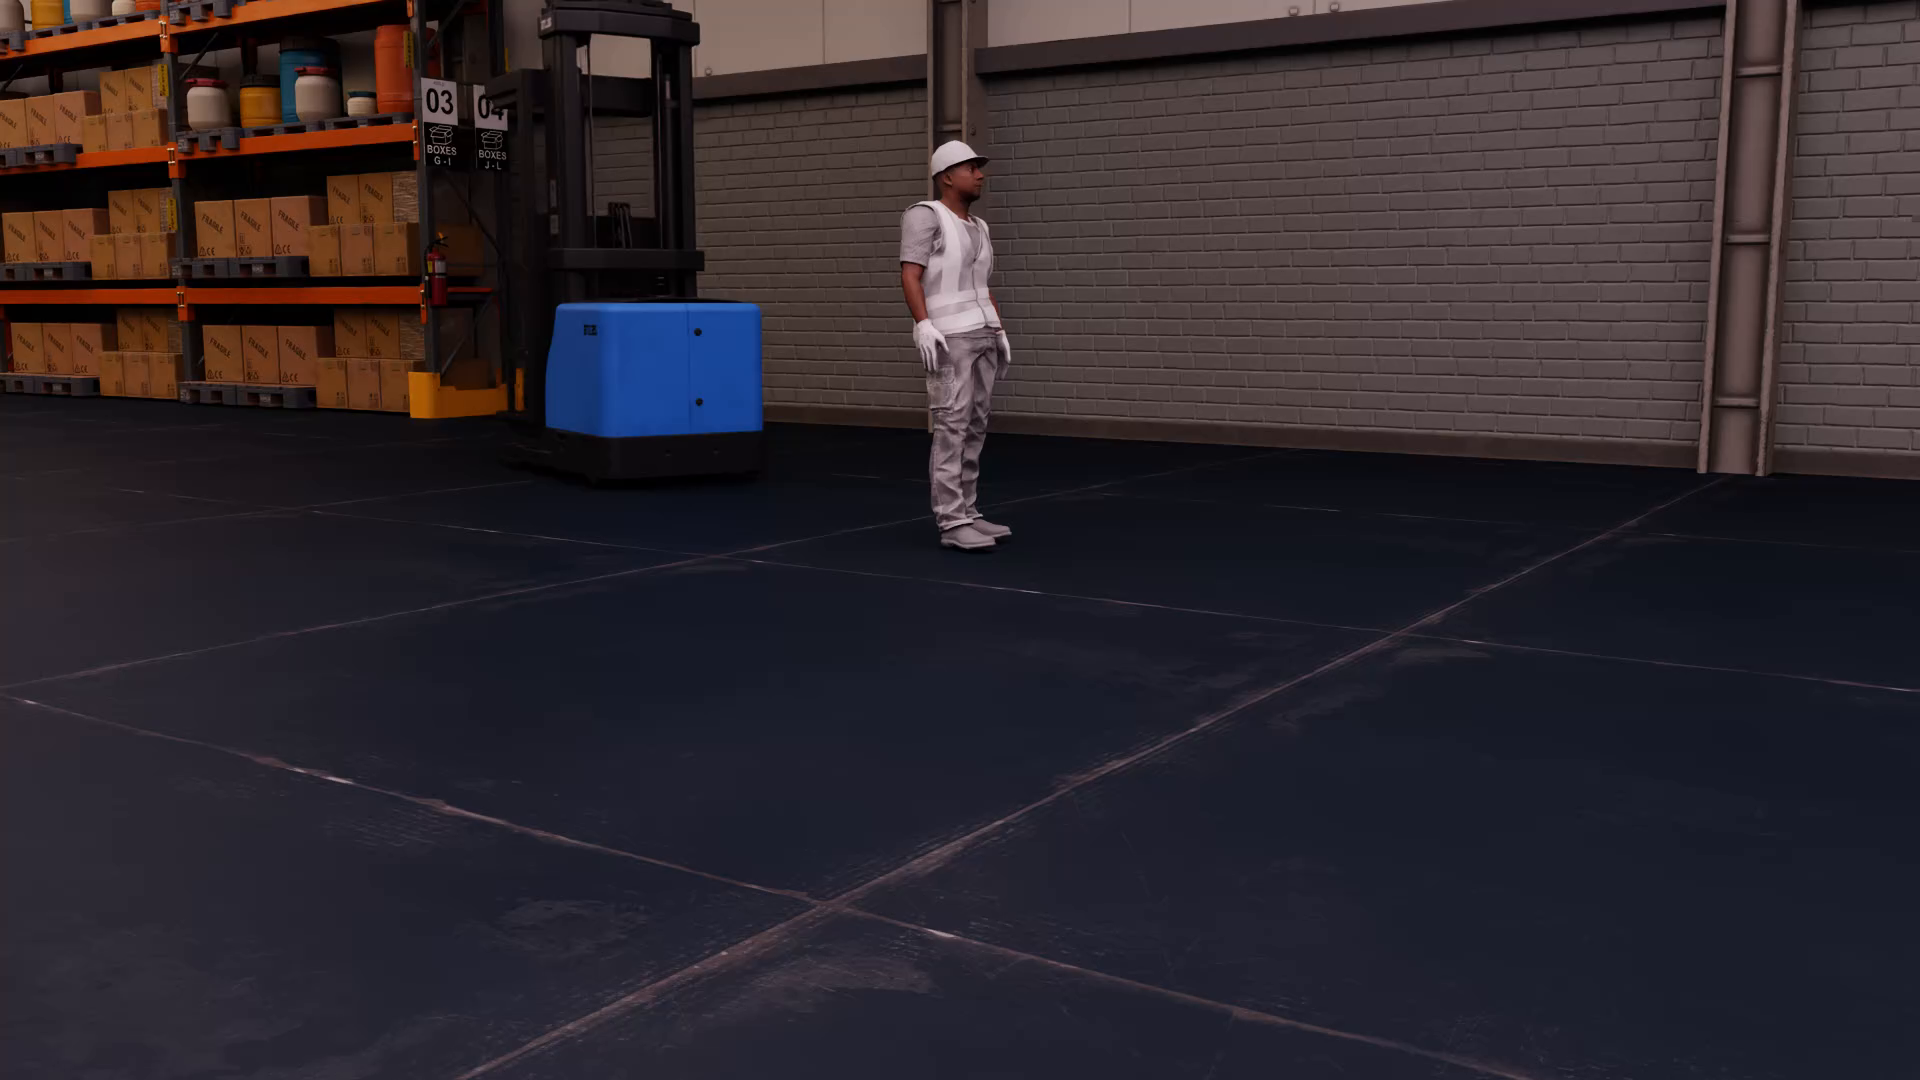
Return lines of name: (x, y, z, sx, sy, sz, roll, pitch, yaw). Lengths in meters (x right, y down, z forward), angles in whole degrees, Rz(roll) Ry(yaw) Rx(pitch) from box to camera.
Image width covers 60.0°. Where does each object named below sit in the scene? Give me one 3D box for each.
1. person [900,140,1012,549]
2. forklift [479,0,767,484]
person: (0.054, -0.883, 7.430, 0.577, 1.782, 0.656, 5, 10, 34)
forklift: (-2.394, -1.941, 10.845, 1.130, 2.935, 3.031, -5, 10, -32)
